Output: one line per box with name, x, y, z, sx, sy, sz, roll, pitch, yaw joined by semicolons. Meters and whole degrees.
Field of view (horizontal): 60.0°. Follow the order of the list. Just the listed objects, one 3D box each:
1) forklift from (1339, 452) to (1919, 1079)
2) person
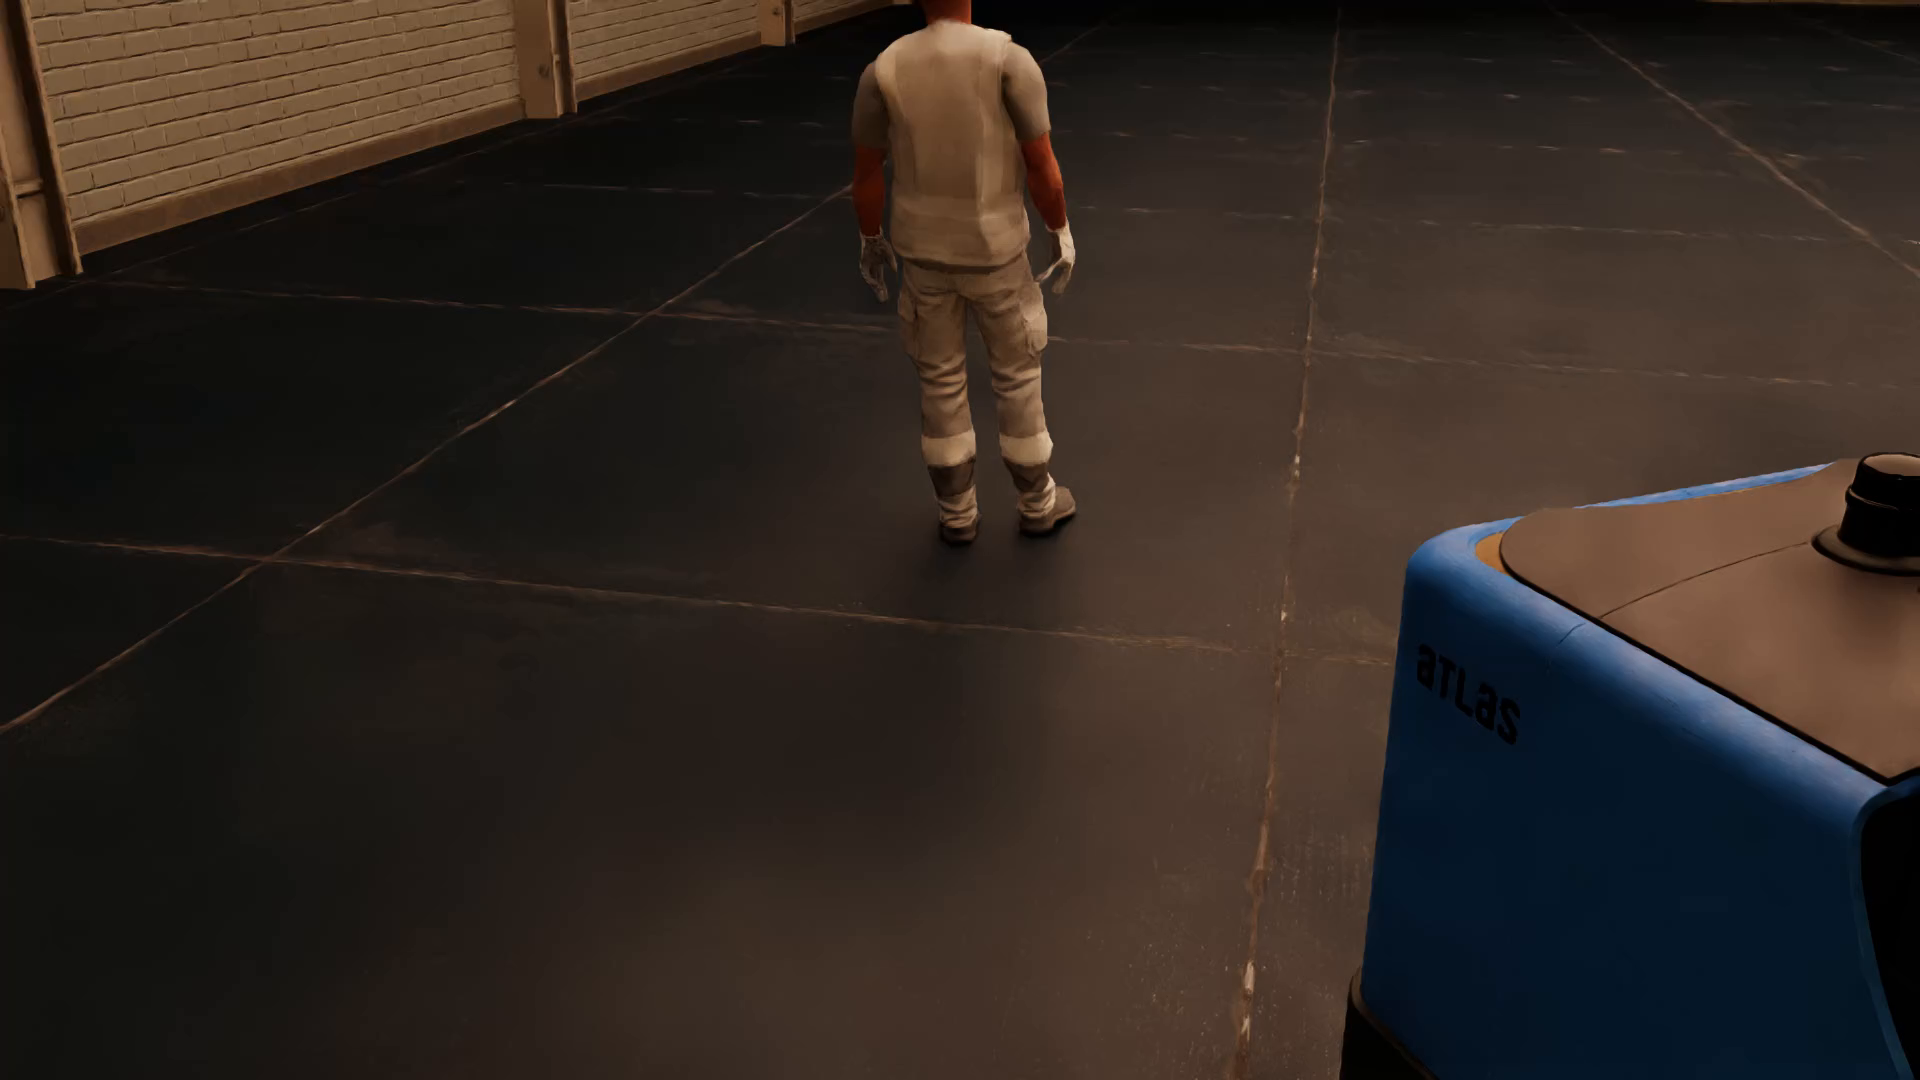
forklift;1.637;0.072;1.090;1.130;2.935;3.031;-9;24;-21
person;0.028;-0.863;4.879;0.637;1.787;0.563;5;23;11
